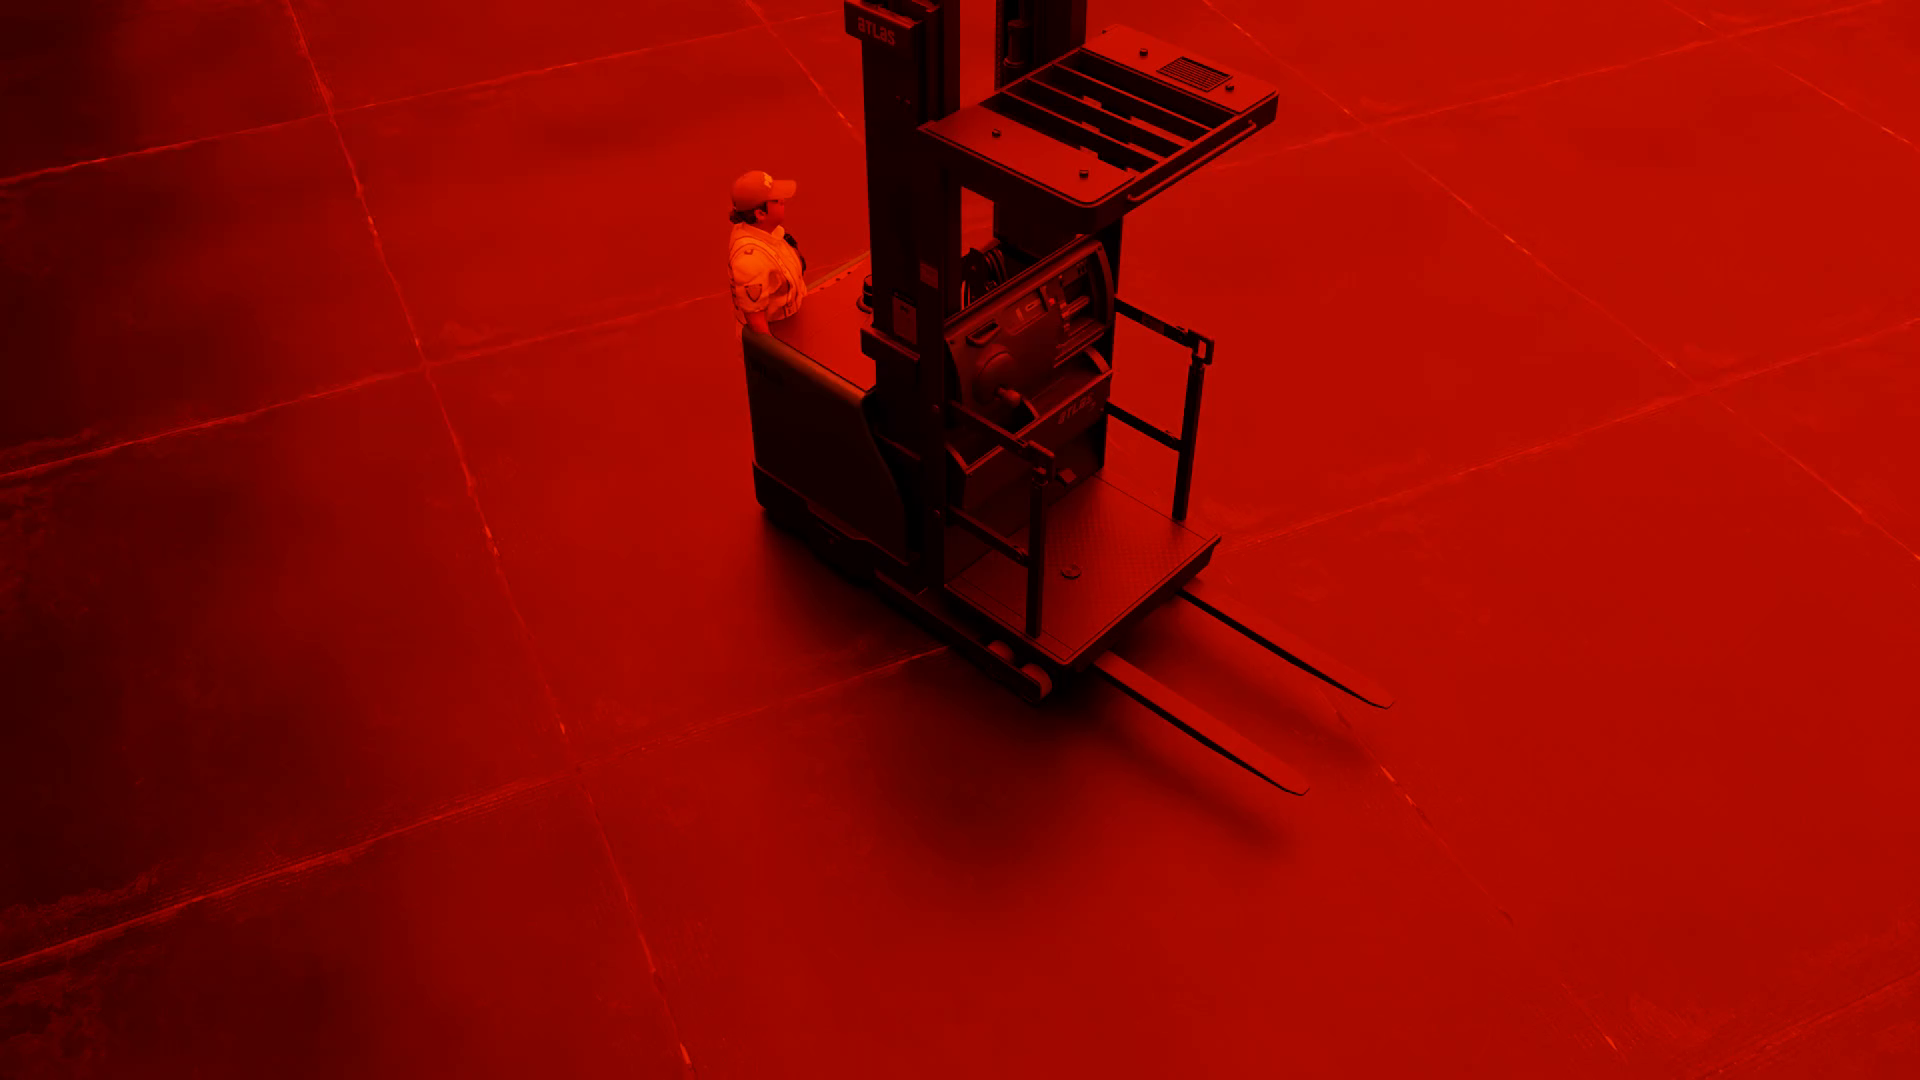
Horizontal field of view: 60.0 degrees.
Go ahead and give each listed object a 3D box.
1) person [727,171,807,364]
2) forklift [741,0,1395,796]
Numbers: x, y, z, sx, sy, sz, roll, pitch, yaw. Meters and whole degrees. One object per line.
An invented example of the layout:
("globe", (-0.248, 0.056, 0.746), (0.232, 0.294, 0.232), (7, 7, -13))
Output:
("person", (-0.753, -0.902, 7.563), (0.529, 1.670, 0.597), (-3, 43, -3))
("forklift", (0.445, -0.788, 6.525), (3.031, 2.935, 1.130), (32, 52, 30))
